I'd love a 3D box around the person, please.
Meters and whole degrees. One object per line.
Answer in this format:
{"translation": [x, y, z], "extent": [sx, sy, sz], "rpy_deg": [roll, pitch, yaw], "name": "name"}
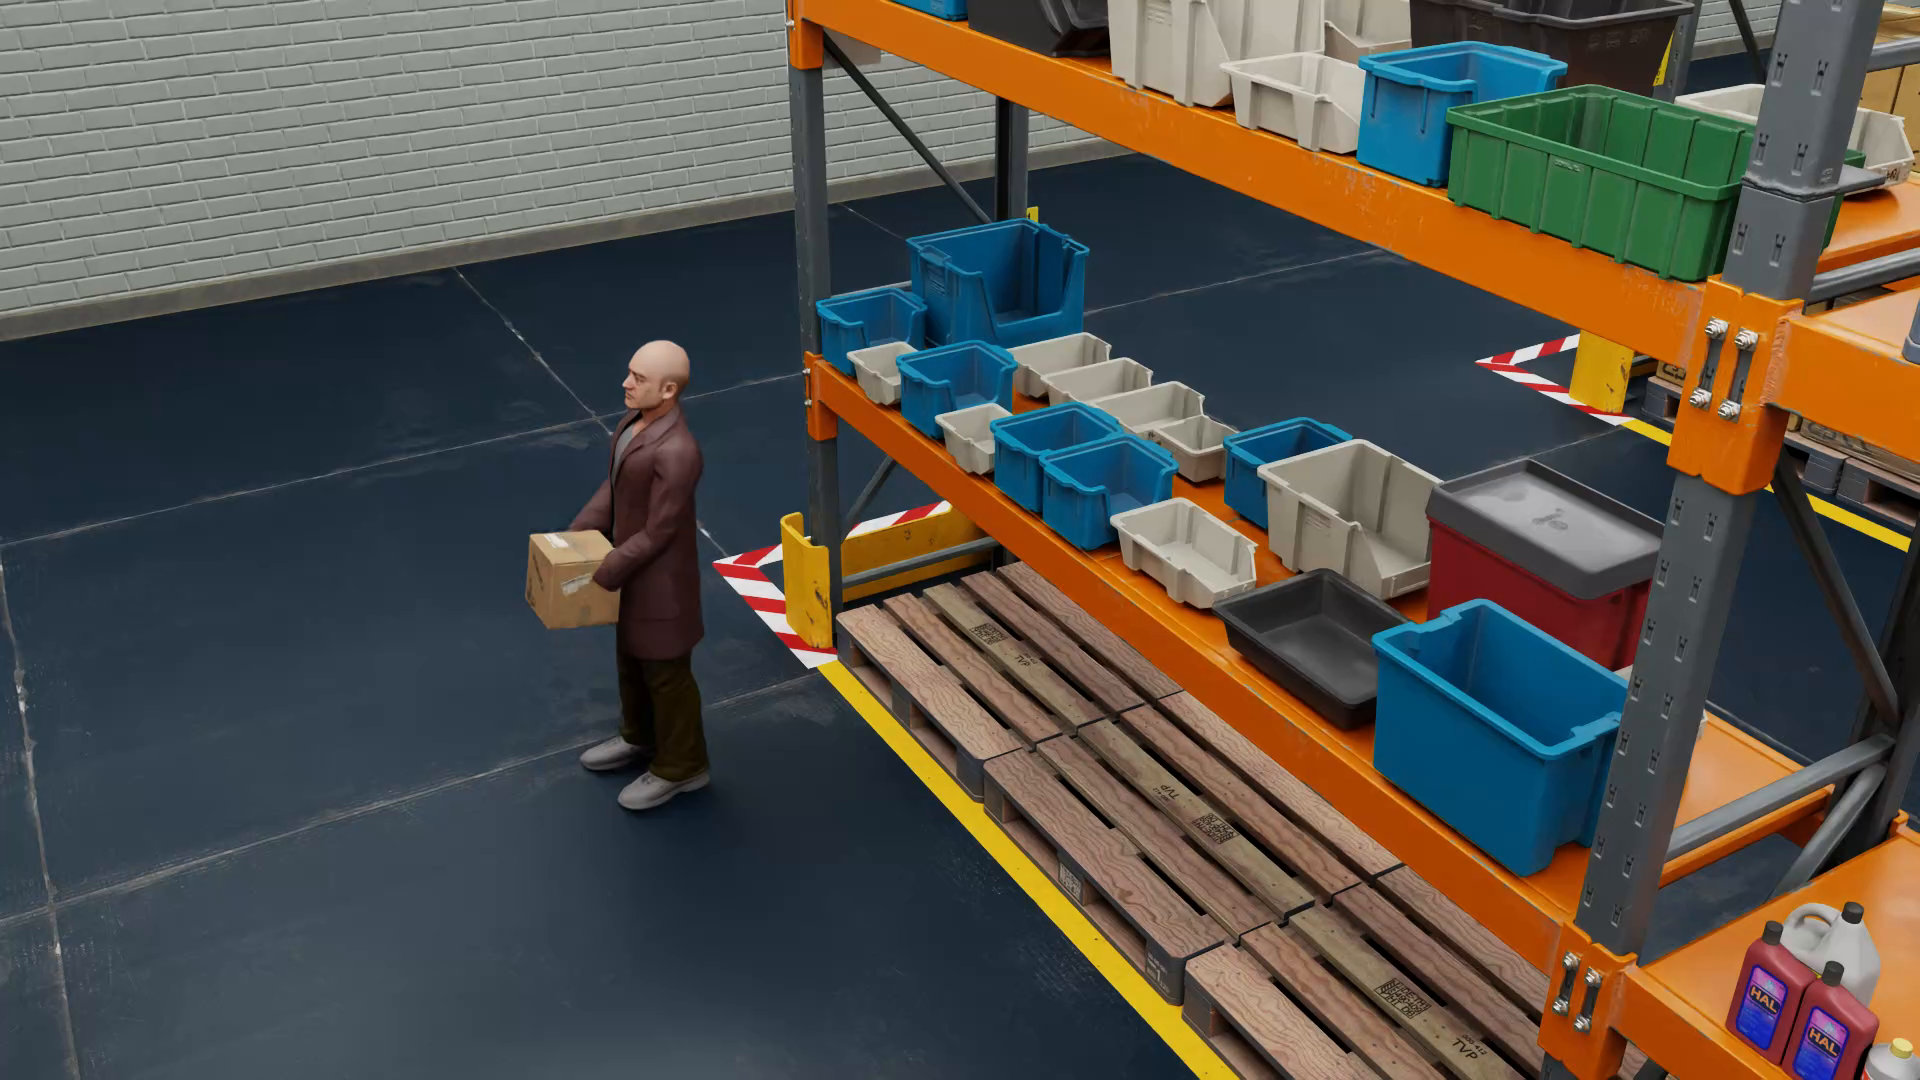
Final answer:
{"translation": [-1.165, 0.144, 5.932], "extent": [0.536, 1.780, 0.552], "rpy_deg": [-12, 30, -21], "name": "person"}
